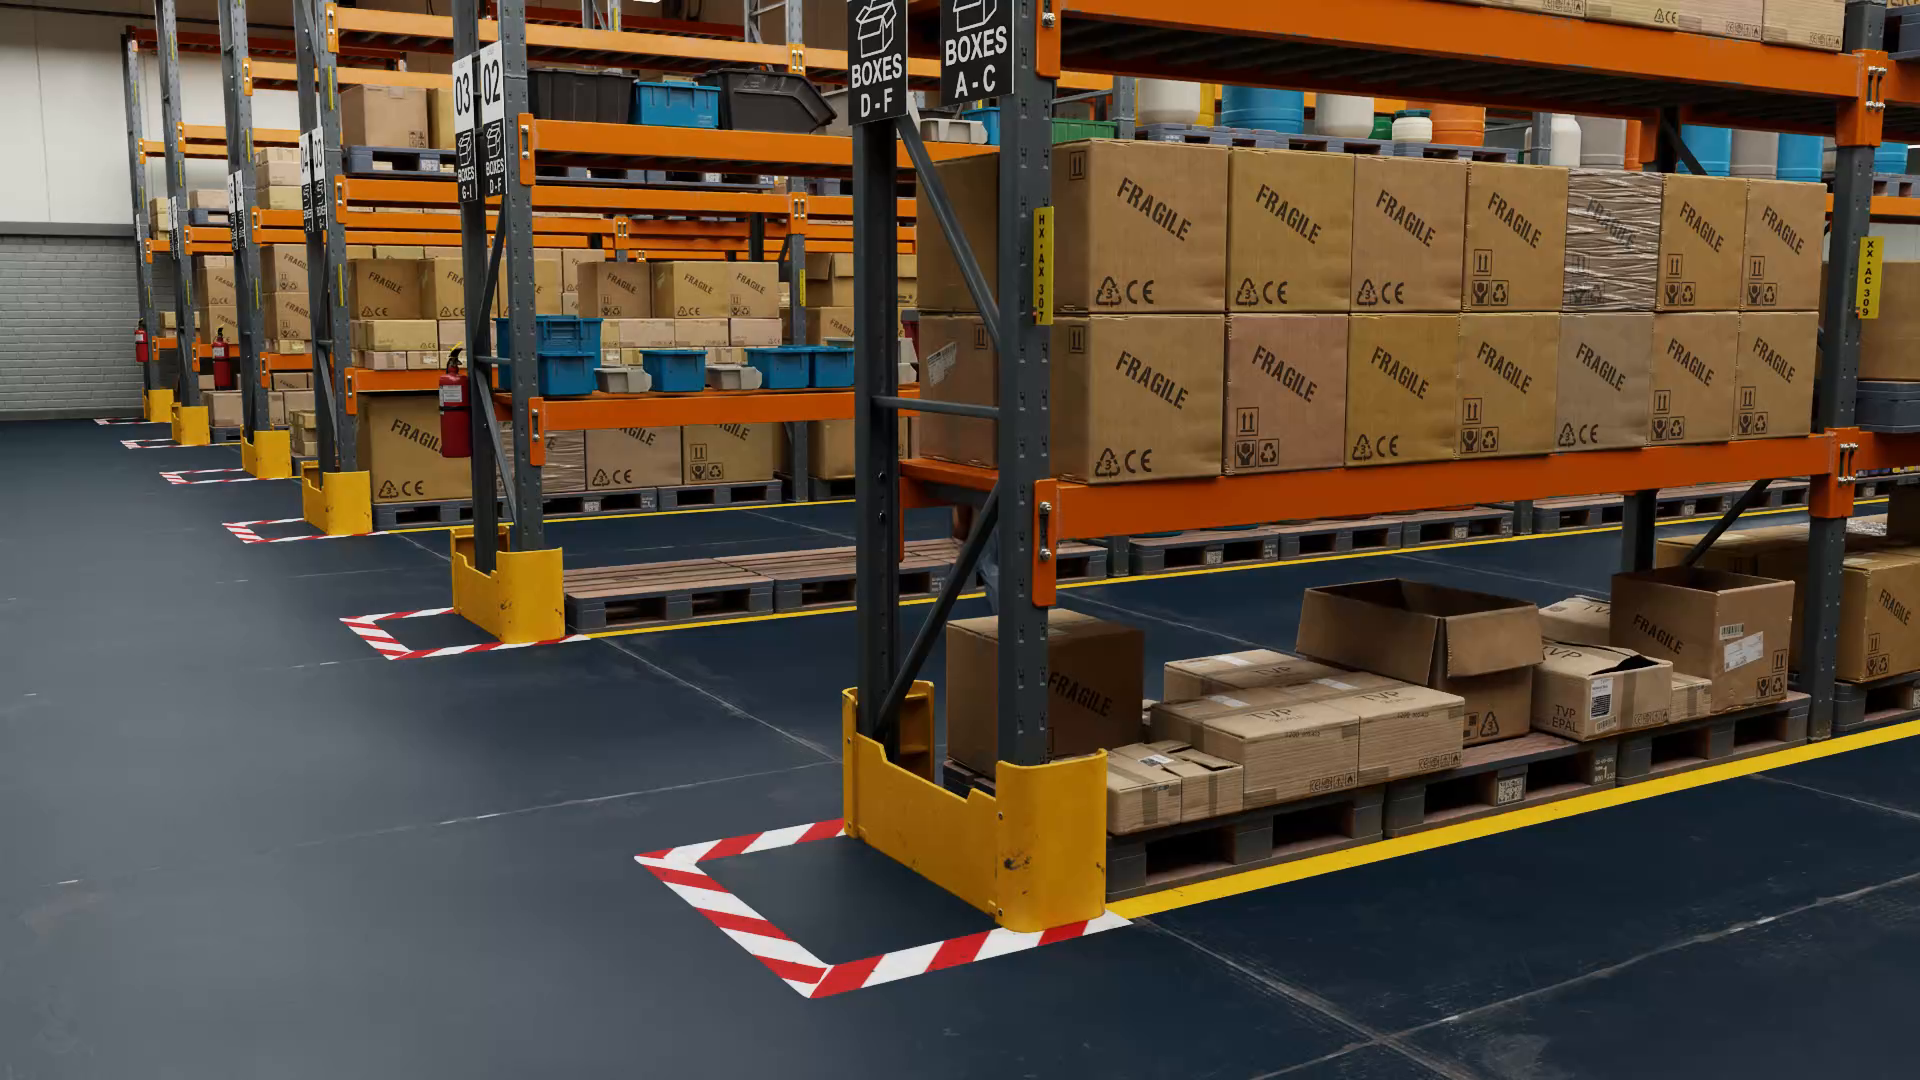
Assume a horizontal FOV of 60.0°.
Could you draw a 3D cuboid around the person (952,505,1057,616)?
[{"bbox_3d":[0.213,-0.177,8.929,0.488,1.497,0.832,-5,10,-32],"label":"person"}]
